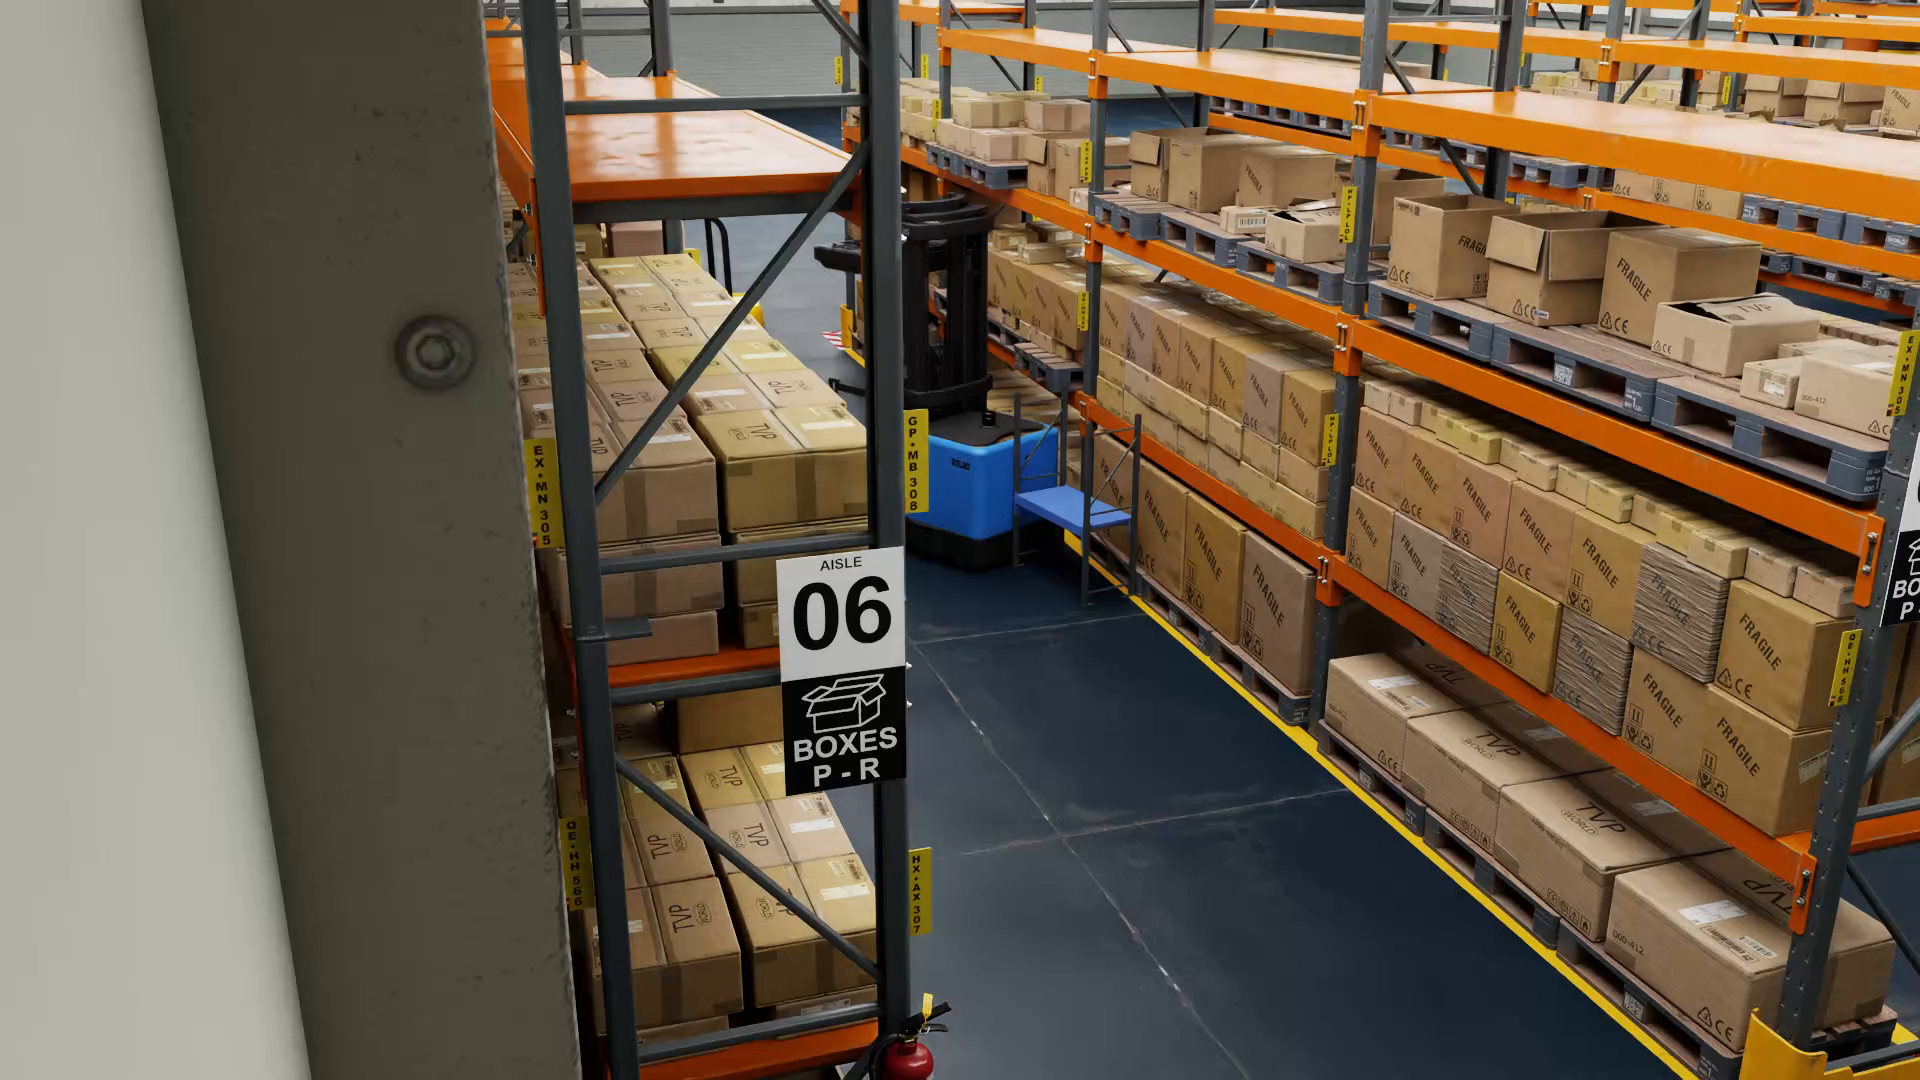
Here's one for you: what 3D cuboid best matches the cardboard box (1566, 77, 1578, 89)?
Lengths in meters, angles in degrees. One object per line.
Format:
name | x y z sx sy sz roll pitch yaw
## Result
cardboard box | 8.502 -6.232 22.664 0.380 0.149 0.250 -6 20 -15

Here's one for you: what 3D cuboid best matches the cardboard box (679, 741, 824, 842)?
cardboard box | -0.867 1.076 6.905 0.500 0.250 0.500 -7 21 -18

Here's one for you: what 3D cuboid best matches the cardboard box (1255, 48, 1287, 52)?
cardboard box | 4.118 -6.419 21.976 0.380 0.149 0.250 -6 21 -17

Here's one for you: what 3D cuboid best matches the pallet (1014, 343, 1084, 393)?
pallet | 1.212 -1.579 14.800 1.213 0.211 1.003 -6 21 -17

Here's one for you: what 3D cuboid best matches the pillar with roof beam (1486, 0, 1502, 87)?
pillar with roof beam | 11.949 -16.586 47.422 9.100 9.000 0.400 -6 21 -17

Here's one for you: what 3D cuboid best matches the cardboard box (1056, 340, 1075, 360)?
cardboard box | 1.058 -1.690 14.575 0.380 0.149 0.250 -6 21 -16

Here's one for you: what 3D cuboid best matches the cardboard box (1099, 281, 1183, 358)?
cardboard box | 1.460 -1.785 13.463 0.500 0.500 0.500 -7 21 -19

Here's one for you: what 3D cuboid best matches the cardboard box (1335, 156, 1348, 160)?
cardboard box | 4.368 -4.516 20.874 0.875 0.550 0.500 -6 21 -17

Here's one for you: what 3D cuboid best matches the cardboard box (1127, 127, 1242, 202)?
cardboard box | 1.799 -3.005 13.274 0.797 0.503 0.637 -8 21 -21

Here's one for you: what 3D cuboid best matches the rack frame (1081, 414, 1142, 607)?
rack frame | 1.177 -0.224 12.962 0.500 1.500 0.032 -11 23 -28

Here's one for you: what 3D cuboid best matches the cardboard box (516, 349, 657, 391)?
cardboard box | -1.398 -0.517 6.163 0.500 0.250 0.500 -6 21 -17

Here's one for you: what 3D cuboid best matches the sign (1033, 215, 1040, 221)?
sign | 0.806 -3.341 17.708 0.100 0.325 0.005 -6 21 -17

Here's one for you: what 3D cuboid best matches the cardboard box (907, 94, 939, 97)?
cardboard box | -0.369 -4.816 18.281 0.380 0.149 0.250 -7 21 -18

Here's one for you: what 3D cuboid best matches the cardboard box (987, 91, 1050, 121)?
cardboard box | 0.583 -4.337 16.619 0.500 0.250 0.500 -6 21 -16

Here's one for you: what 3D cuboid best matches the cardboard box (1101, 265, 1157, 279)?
cardboard box | 1.445 -2.172 14.958 0.500 0.500 0.500 -5 20 -14

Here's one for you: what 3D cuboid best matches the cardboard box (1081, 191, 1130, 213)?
cardboard box | 1.239 -2.824 13.917 0.380 0.149 0.250 -6 21 -17

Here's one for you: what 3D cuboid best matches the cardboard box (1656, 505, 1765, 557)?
cardboard box | 3.445 -0.040 7.643 0.380 0.149 0.250 -6 21 -16

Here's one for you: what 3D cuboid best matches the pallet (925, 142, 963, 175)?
pallet | 0.373 -3.850 16.678 1.213 0.211 1.003 -6 21 -17

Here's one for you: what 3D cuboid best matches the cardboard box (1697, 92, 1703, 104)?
cardboard box | 9.314 -5.486 20.589 0.380 0.149 0.250 -6 21 -17

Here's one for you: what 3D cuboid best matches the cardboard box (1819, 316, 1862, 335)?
cardboard box | 7.279 -1.762 13.897 0.380 0.149 0.250 -6 21 -16

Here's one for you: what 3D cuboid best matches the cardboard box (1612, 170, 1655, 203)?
cardboard box | 6.132 -3.258 14.604 0.500 0.500 0.500 -6 21 -17

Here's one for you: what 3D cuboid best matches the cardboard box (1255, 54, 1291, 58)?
cardboard box | 3.892 -5.942 20.649 0.380 0.149 0.250 -7 21 -18

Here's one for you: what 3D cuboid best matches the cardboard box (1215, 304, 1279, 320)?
cardboard box | 2.267 -1.508 12.690 0.500 0.500 0.500 -6 21 -17

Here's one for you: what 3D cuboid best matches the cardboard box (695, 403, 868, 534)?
cardboard box | -0.560 -0.242 5.397 0.500 0.250 0.500 -7 21 -18

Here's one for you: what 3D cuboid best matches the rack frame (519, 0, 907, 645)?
rack frame | -0.659 -1.180 4.529 1.000 3.000 0.127 -6 21 -17

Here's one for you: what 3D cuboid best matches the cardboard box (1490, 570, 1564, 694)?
cardboard box | 3.160 0.450 8.717 0.500 0.500 0.500 -6 21 -16

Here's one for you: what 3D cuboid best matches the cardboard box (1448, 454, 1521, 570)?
cardboard box | 3.018 -0.179 8.991 0.500 0.500 0.500 -6 21 -16

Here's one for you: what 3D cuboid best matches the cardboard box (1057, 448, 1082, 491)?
cardboard box | 1.369 -0.595 15.043 0.950 0.372 0.625 -8 21 -21

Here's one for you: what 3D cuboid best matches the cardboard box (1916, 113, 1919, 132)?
cardboard box | 10.386 -4.489 17.292 0.500 0.500 0.500 -6 21 -17

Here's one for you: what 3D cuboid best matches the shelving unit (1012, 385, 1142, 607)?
shelving unit | 0.920 -0.372 13.375 0.538 1.500 1.048 -11 23 -28

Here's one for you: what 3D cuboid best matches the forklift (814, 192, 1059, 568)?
forklift | -0.557 -1.557 14.557 3.031 2.935 1.130 18 27 41

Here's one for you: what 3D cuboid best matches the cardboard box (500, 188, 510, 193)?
cardboard box | -3.190 -2.281 11.226 0.380 0.149 0.250 -6 21 -17

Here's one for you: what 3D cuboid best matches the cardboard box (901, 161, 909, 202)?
cardboard box | -0.457 -4.373 20.227 0.700 0.500 0.500 -6 21 -17

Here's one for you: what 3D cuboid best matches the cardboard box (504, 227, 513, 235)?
cardboard box | -2.441 -1.733 9.669 0.380 0.149 0.250 -7 21 -19

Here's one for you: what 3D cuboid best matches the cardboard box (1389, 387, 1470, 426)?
cardboard box | 2.743 -0.782 9.710 0.380 0.149 0.250 -6 21 -16

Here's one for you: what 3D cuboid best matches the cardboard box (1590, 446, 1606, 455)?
cardboard box | 3.535 -0.509 8.951 0.380 0.149 0.250 -7 21 -18

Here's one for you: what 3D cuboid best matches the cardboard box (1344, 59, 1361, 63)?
cardboard box | 4.834 -5.687 19.939 0.380 0.149 0.250 -6 21 -17

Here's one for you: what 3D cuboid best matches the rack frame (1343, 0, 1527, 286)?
rack frame | 2.795 -2.992 9.574 1.000 3.000 0.127 -6 21 -17

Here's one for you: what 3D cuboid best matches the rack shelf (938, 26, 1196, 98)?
rack shelf | 0.909 -4.391 15.124 1.077 0.370 4.000 -6 21 -17

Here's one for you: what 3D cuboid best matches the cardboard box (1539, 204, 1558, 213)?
cardboard box | 8.419 -4.673 23.502 0.380 0.149 0.250 -6 21 -17

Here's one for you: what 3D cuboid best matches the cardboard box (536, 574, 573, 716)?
cardboard box | -1.701 0.444 7.556 0.500 0.500 0.500 -7 21 -19

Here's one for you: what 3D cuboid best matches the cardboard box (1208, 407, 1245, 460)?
cardboard box | 2.093 -0.774 11.757 0.500 0.250 0.500 -6 21 -16

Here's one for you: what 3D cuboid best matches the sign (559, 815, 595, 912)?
sign | -1.192 1.003 5.148 0.100 0.325 0.005 -6 21 -17

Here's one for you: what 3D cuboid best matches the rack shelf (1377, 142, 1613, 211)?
rack shelf | 5.576 -3.725 17.118 1.077 0.370 4.000 -6 21 -17

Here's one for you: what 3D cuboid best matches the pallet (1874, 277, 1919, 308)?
pallet | 10.620 -2.632 17.731 1.213 0.211 1.003 -6 21 -17

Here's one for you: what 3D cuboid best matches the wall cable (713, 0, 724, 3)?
wall cable | -6.407 -19.312 49.981 2.305 6.003 0.169 -6 21 -17

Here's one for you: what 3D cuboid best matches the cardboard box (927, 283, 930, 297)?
cardboard box | -0.195 -2.768 18.196 0.380 0.149 0.250 -6 21 -16

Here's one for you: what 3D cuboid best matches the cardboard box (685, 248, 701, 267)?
cardboard box | -1.594 -1.461 8.911 0.380 0.149 0.250 -6 21 -16

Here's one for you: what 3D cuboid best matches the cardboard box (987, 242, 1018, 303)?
cardboard box | 0.456 -2.619 16.201 0.500 0.500 0.500 -7 21 -18

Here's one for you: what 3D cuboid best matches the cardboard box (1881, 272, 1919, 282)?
cardboard box | 10.467 -3.087 17.946 0.700 0.500 0.500 -3 20 -9

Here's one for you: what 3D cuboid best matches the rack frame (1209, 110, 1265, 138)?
rack frame | 3.690 -4.578 22.864 1.000 3.000 0.127 -6 21 -17

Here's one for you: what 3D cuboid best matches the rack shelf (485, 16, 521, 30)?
rack shelf | -5.059 -5.146 17.226 1.077 0.370 4.000 -6 21 -17

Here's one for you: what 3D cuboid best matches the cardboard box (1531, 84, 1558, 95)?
cardboard box | 8.337 -6.231 23.253 0.500 0.250 0.500 -6 21 -16

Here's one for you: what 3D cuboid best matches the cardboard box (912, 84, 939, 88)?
cardboard box | -0.347 -5.278 19.569 0.380 0.149 0.250 -6 21 -17

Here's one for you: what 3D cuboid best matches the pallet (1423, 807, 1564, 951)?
pallet | 3.347 1.788 9.265 1.003 0.211 1.213 -6 21 -17

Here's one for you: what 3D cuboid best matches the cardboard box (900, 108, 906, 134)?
cardboard box | -0.420 -4.657 18.430 0.500 0.250 0.500 -7 21 -18

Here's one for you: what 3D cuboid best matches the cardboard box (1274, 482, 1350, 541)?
cardboard box | 2.414 -0.215 10.940 0.500 0.250 0.500 -7 21 -18
